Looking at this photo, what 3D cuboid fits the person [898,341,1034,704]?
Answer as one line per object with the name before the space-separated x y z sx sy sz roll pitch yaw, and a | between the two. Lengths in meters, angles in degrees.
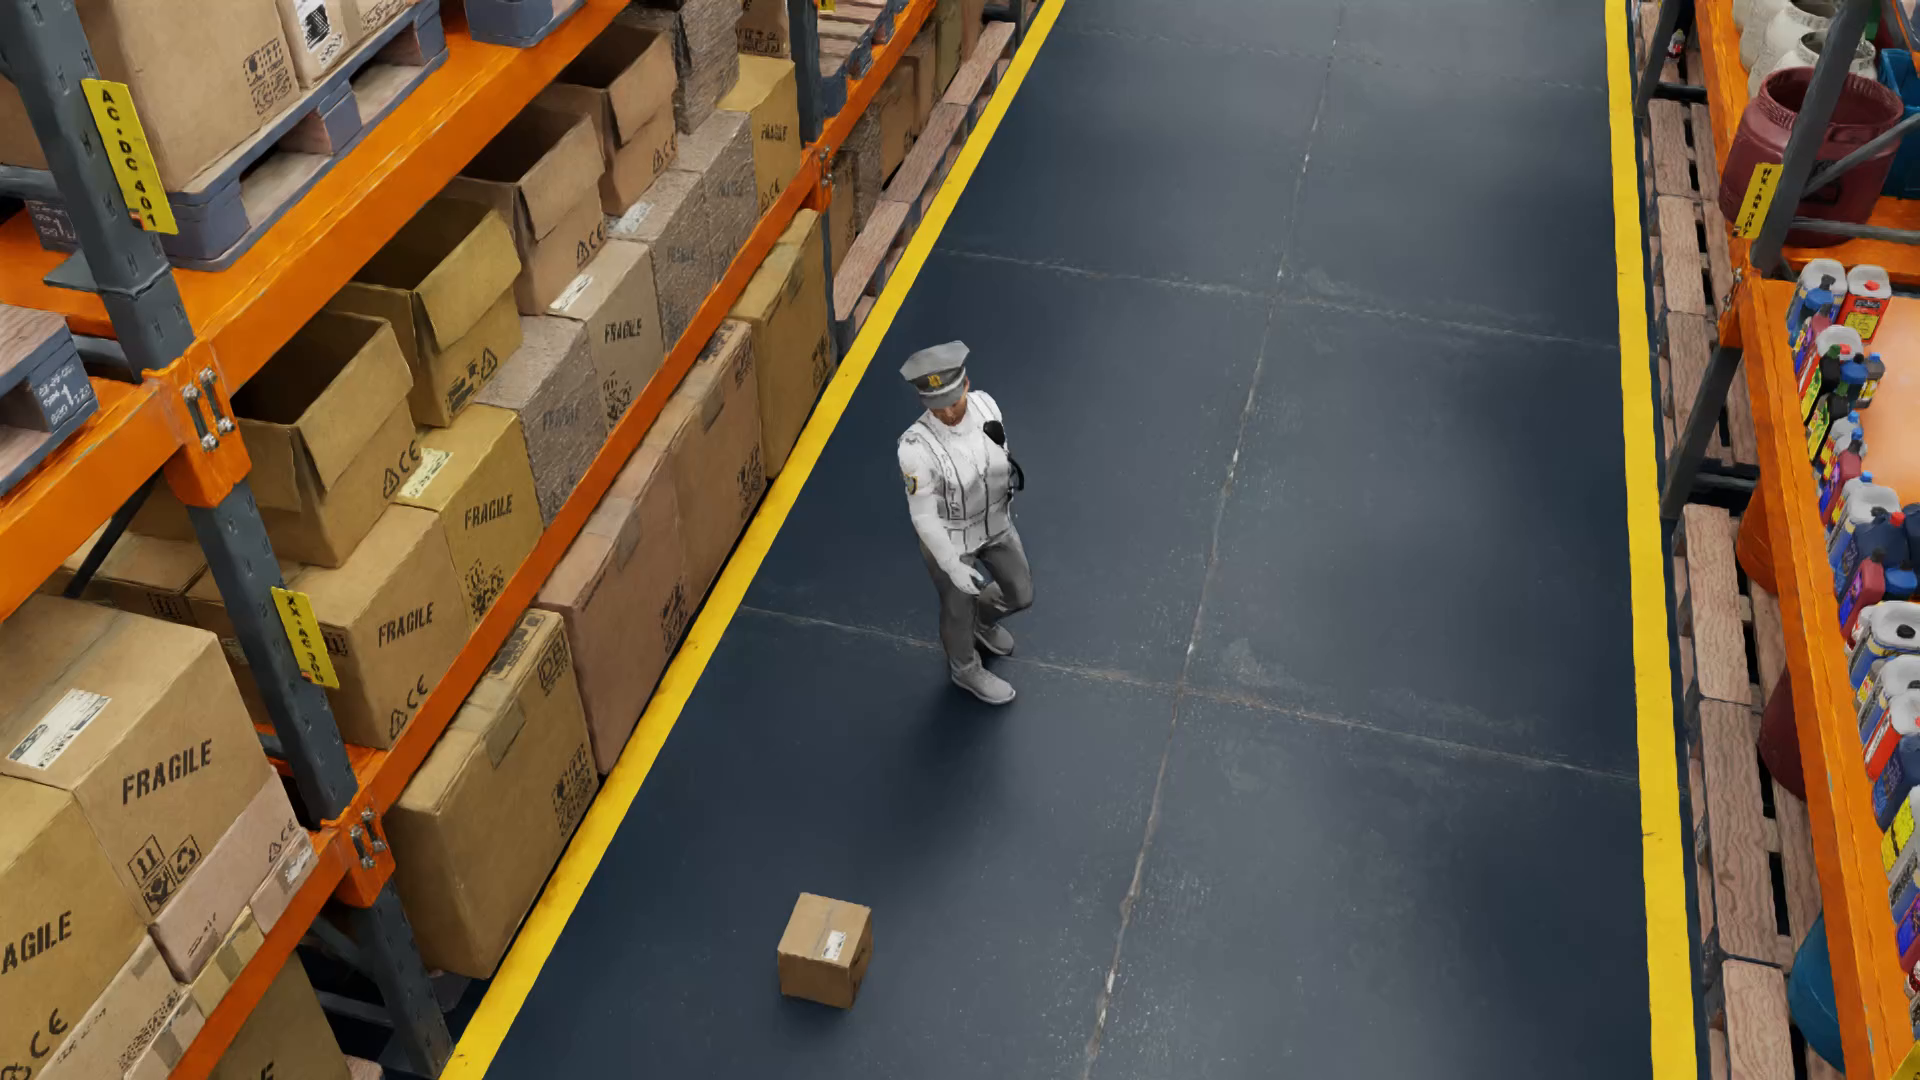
person | 0.044 -0.038 6.190 0.568 1.675 0.405 -31 50 -30
